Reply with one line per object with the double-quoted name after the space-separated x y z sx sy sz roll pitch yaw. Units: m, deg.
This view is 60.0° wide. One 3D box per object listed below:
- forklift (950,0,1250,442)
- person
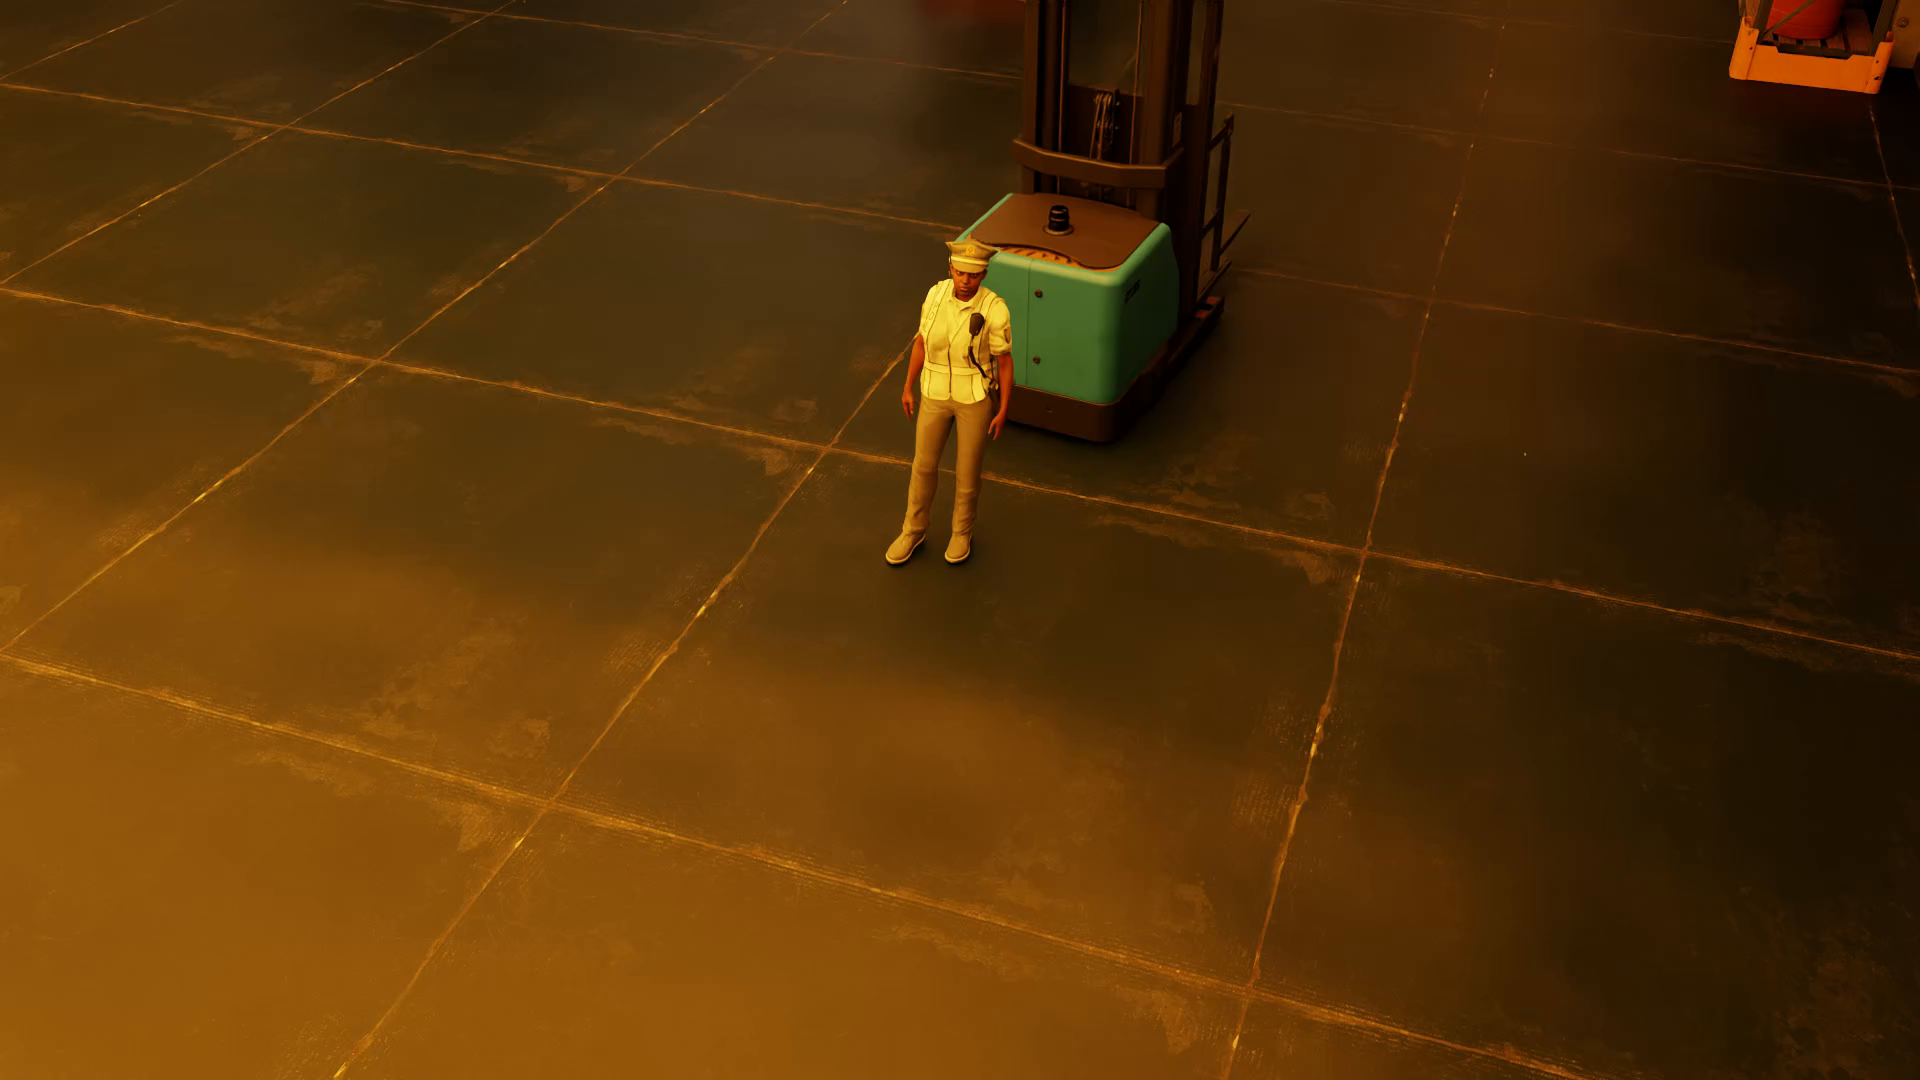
1.033 -2.582 9.752 1.130 2.935 3.031 16 38 21 "forklift"
-0.044 -0.659 8.099 0.569 1.693 0.528 12 37 16 "person"
